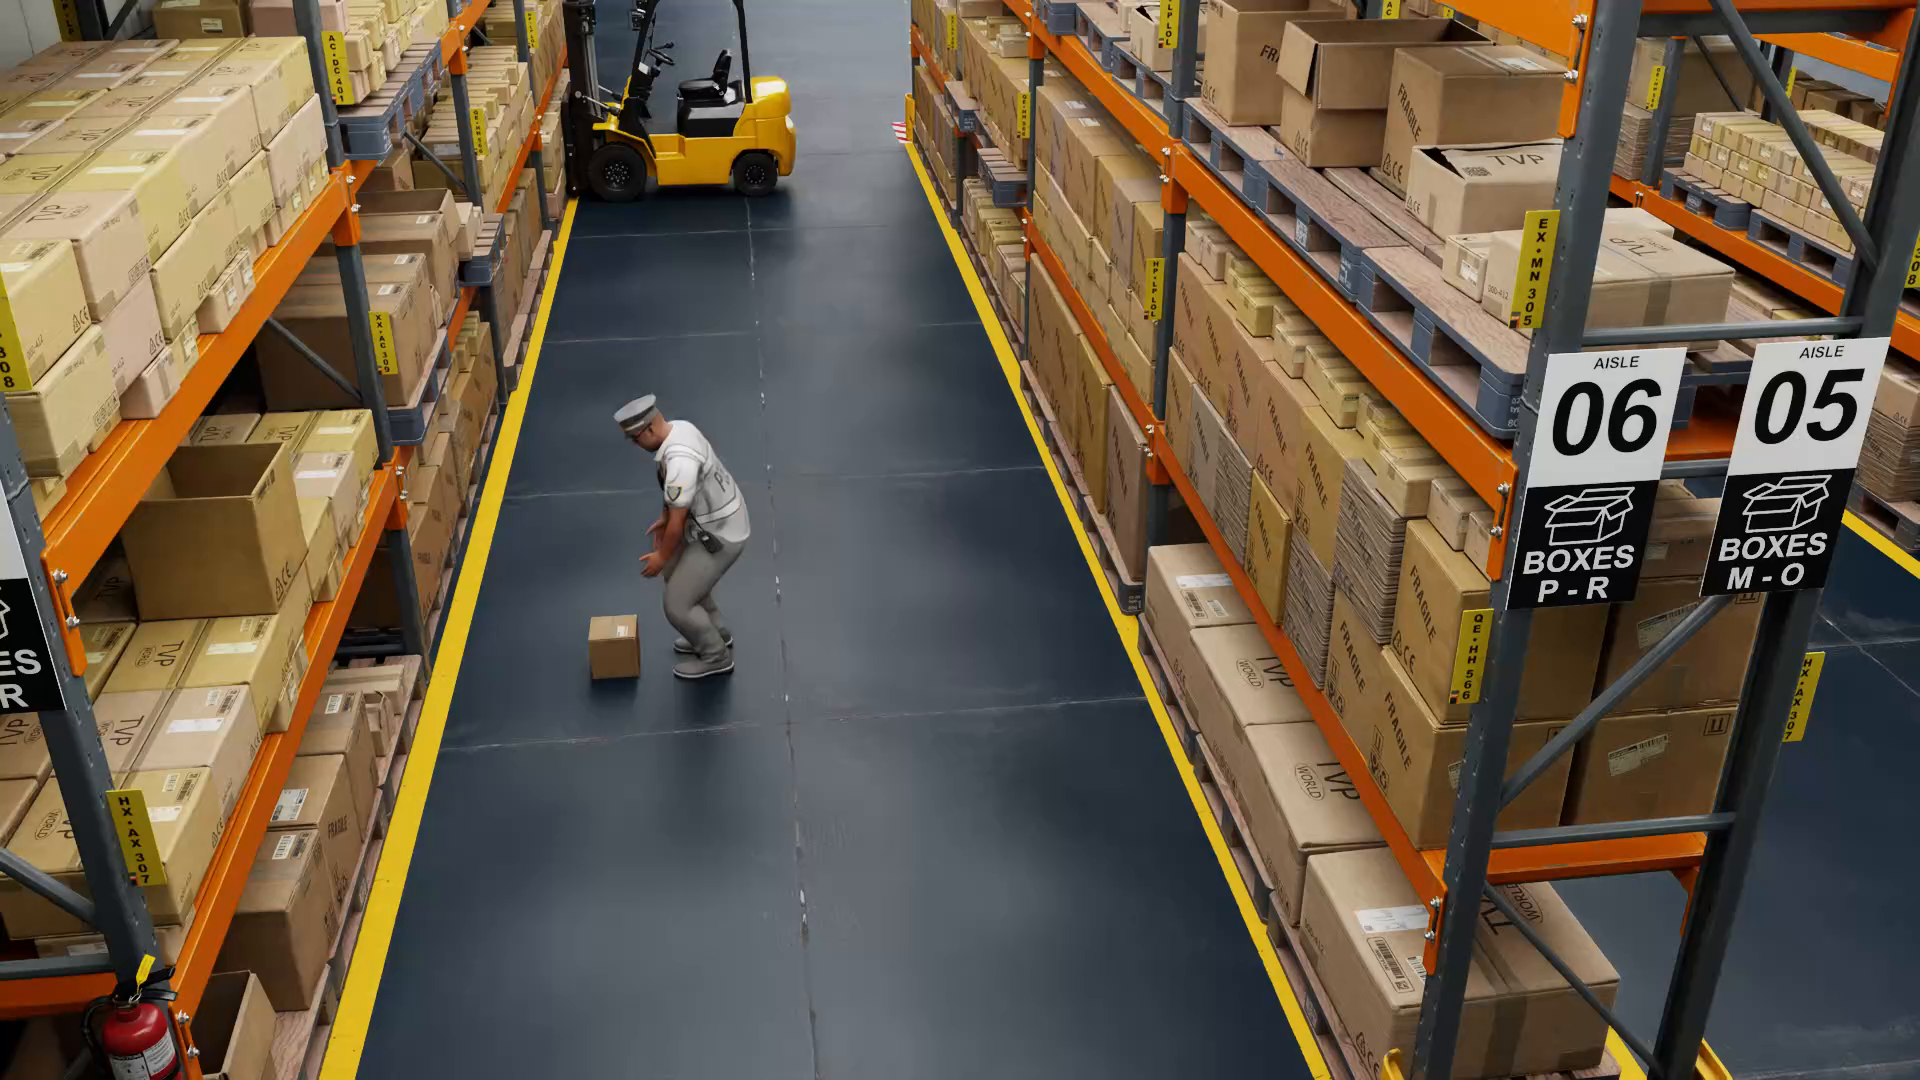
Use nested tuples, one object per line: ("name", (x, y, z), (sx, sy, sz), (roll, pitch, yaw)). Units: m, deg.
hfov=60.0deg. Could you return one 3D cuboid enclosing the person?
("person", (-1.446, -0.022, 8.842), (0.657, 1.594, 0.581), (-3, 27, -6))
